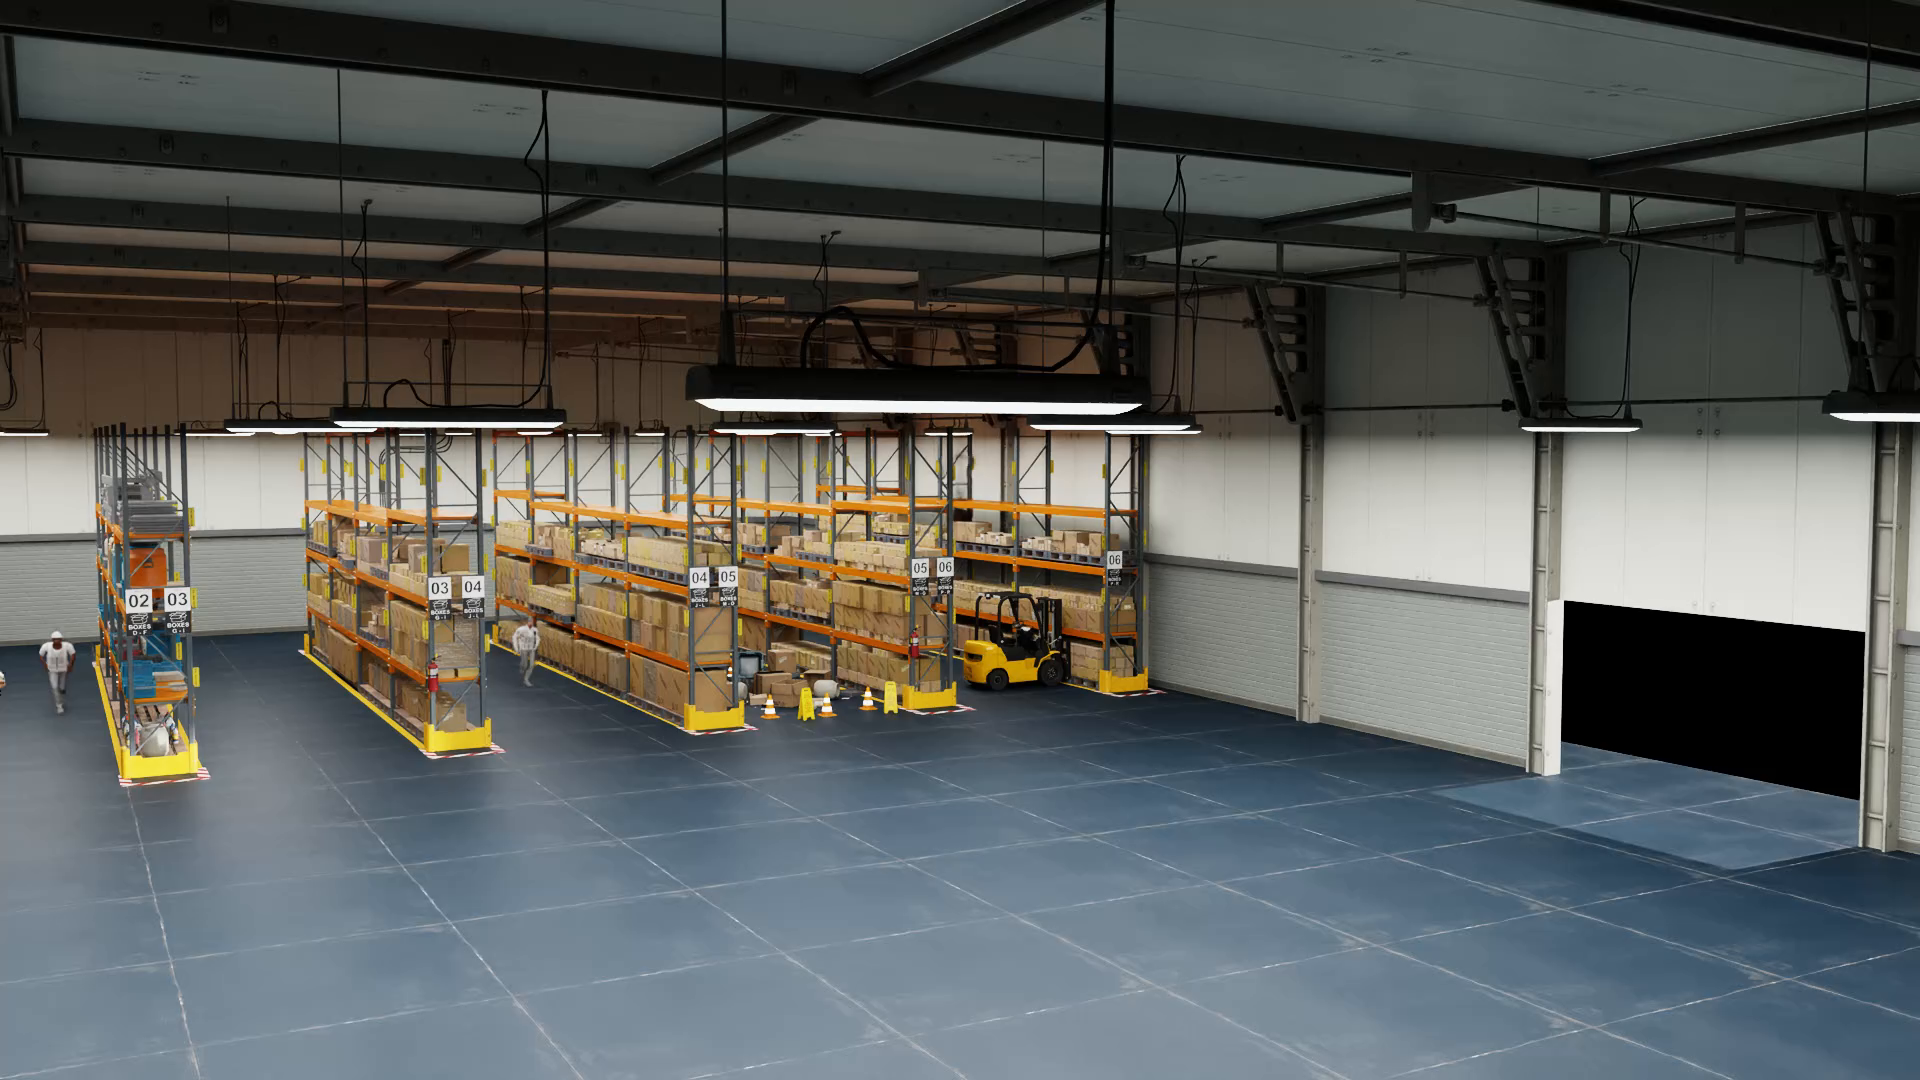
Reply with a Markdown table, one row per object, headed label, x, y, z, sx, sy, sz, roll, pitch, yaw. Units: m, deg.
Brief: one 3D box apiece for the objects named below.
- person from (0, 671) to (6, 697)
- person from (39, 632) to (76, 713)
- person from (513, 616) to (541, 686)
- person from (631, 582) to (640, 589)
| label | x | y | z | sx | sy | sz | roll | pitch | yaw |
| --- | --- | --- | --- | --- | --- | --- | --- | --- | --- |
| person | -18.324 | 3.020 | 31.305 | 0.824 | 1.690 | 0.619 | 3 | 5 | 45 |
| person | -19.045 | 2.756 | 35.106 | 0.686 | 1.710 | 0.931 | -2 | 4 | -24 |
| person | -10.125 | 2.572 | 38.857 | 0.648 | 1.654 | 0.664 | -2 | 4 | -33 |
| person | -9.996 | 1.748 | 51.070 | 0.809 | 1.759 | 0.684 | -2 | 4 | -35 |
